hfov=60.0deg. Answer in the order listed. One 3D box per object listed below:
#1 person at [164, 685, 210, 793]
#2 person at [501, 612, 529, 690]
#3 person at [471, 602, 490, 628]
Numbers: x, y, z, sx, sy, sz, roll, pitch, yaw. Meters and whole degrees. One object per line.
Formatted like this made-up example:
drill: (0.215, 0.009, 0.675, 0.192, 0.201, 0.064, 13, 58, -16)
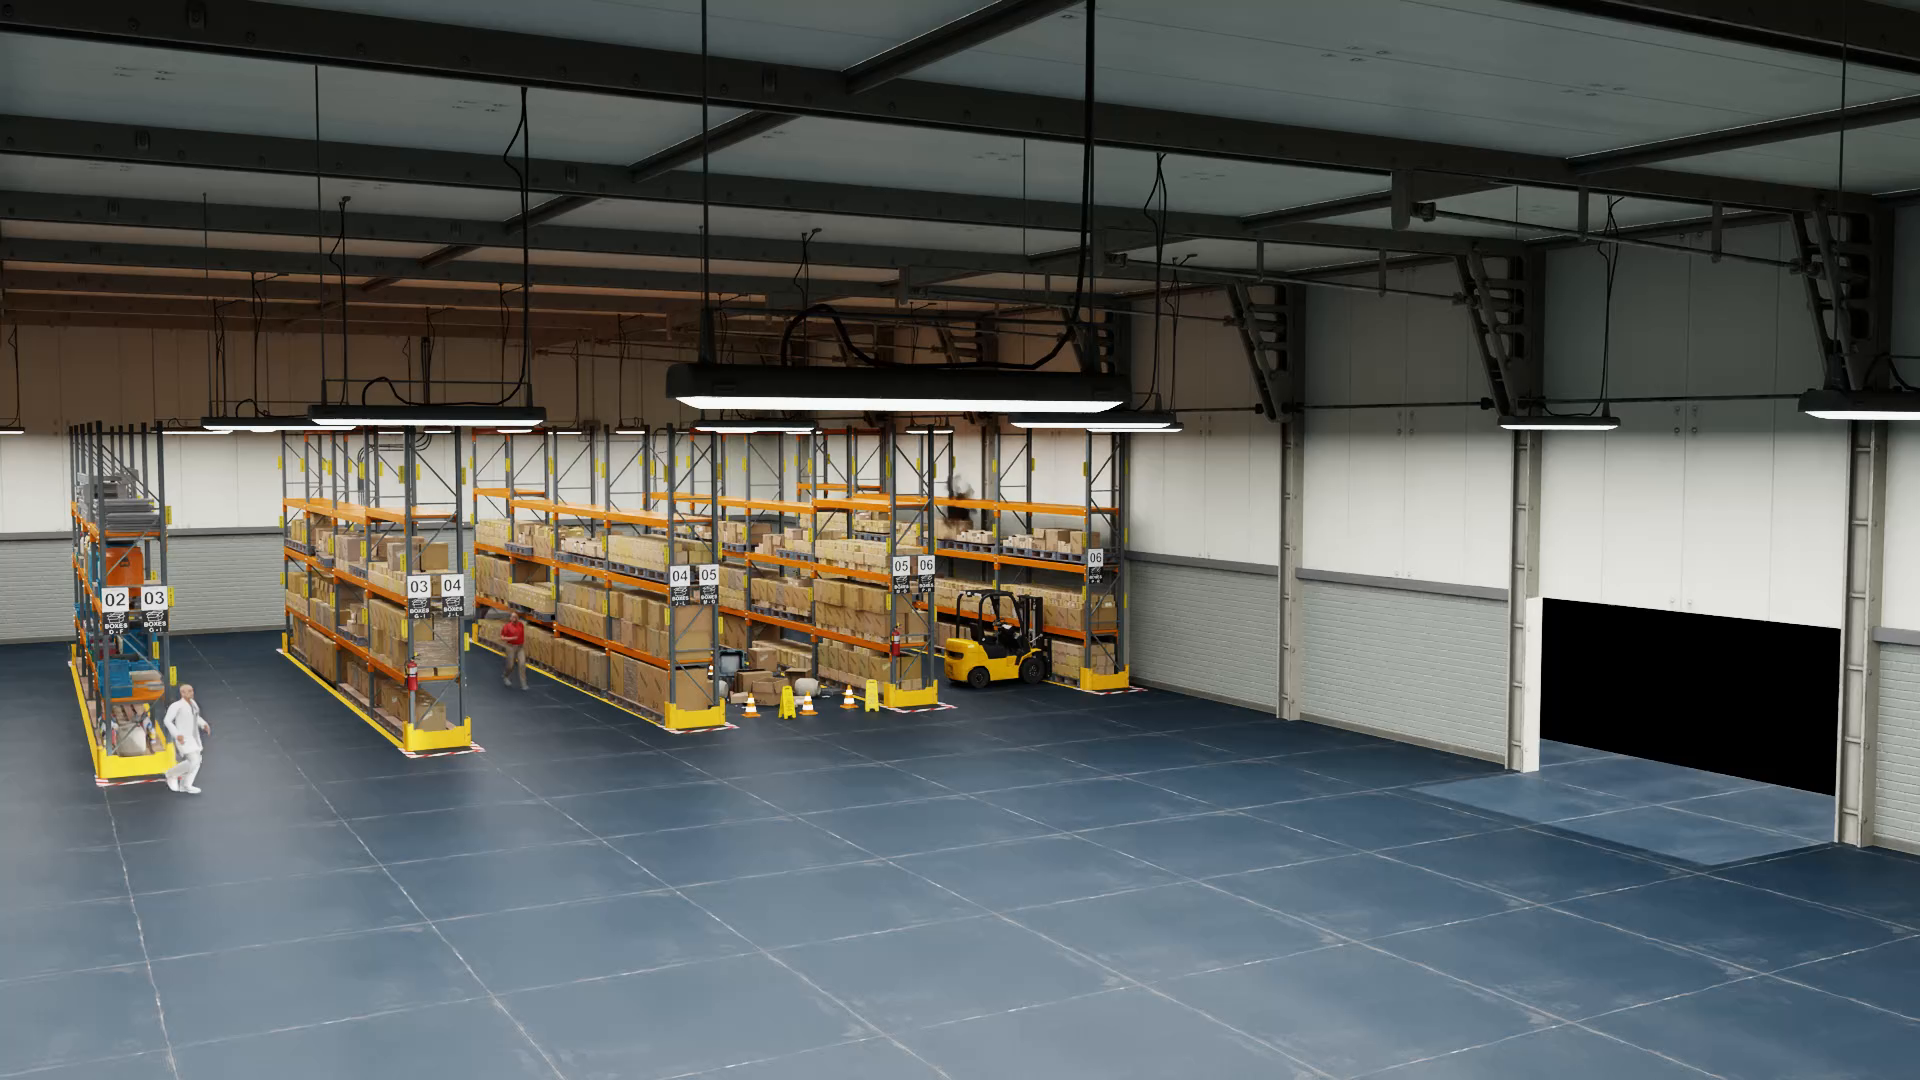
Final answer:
person: (-12.459, 3.206, 26.795, 0.633, 1.732, 0.728, 0, 4, 7)
person: (-10.109, 2.543, 37.779, 0.659, 1.664, 0.945, -3, 5, -39)
person: (-13.697, 1.951, 47.681, 0.662, 1.665, 0.547, 3, 5, 42)
